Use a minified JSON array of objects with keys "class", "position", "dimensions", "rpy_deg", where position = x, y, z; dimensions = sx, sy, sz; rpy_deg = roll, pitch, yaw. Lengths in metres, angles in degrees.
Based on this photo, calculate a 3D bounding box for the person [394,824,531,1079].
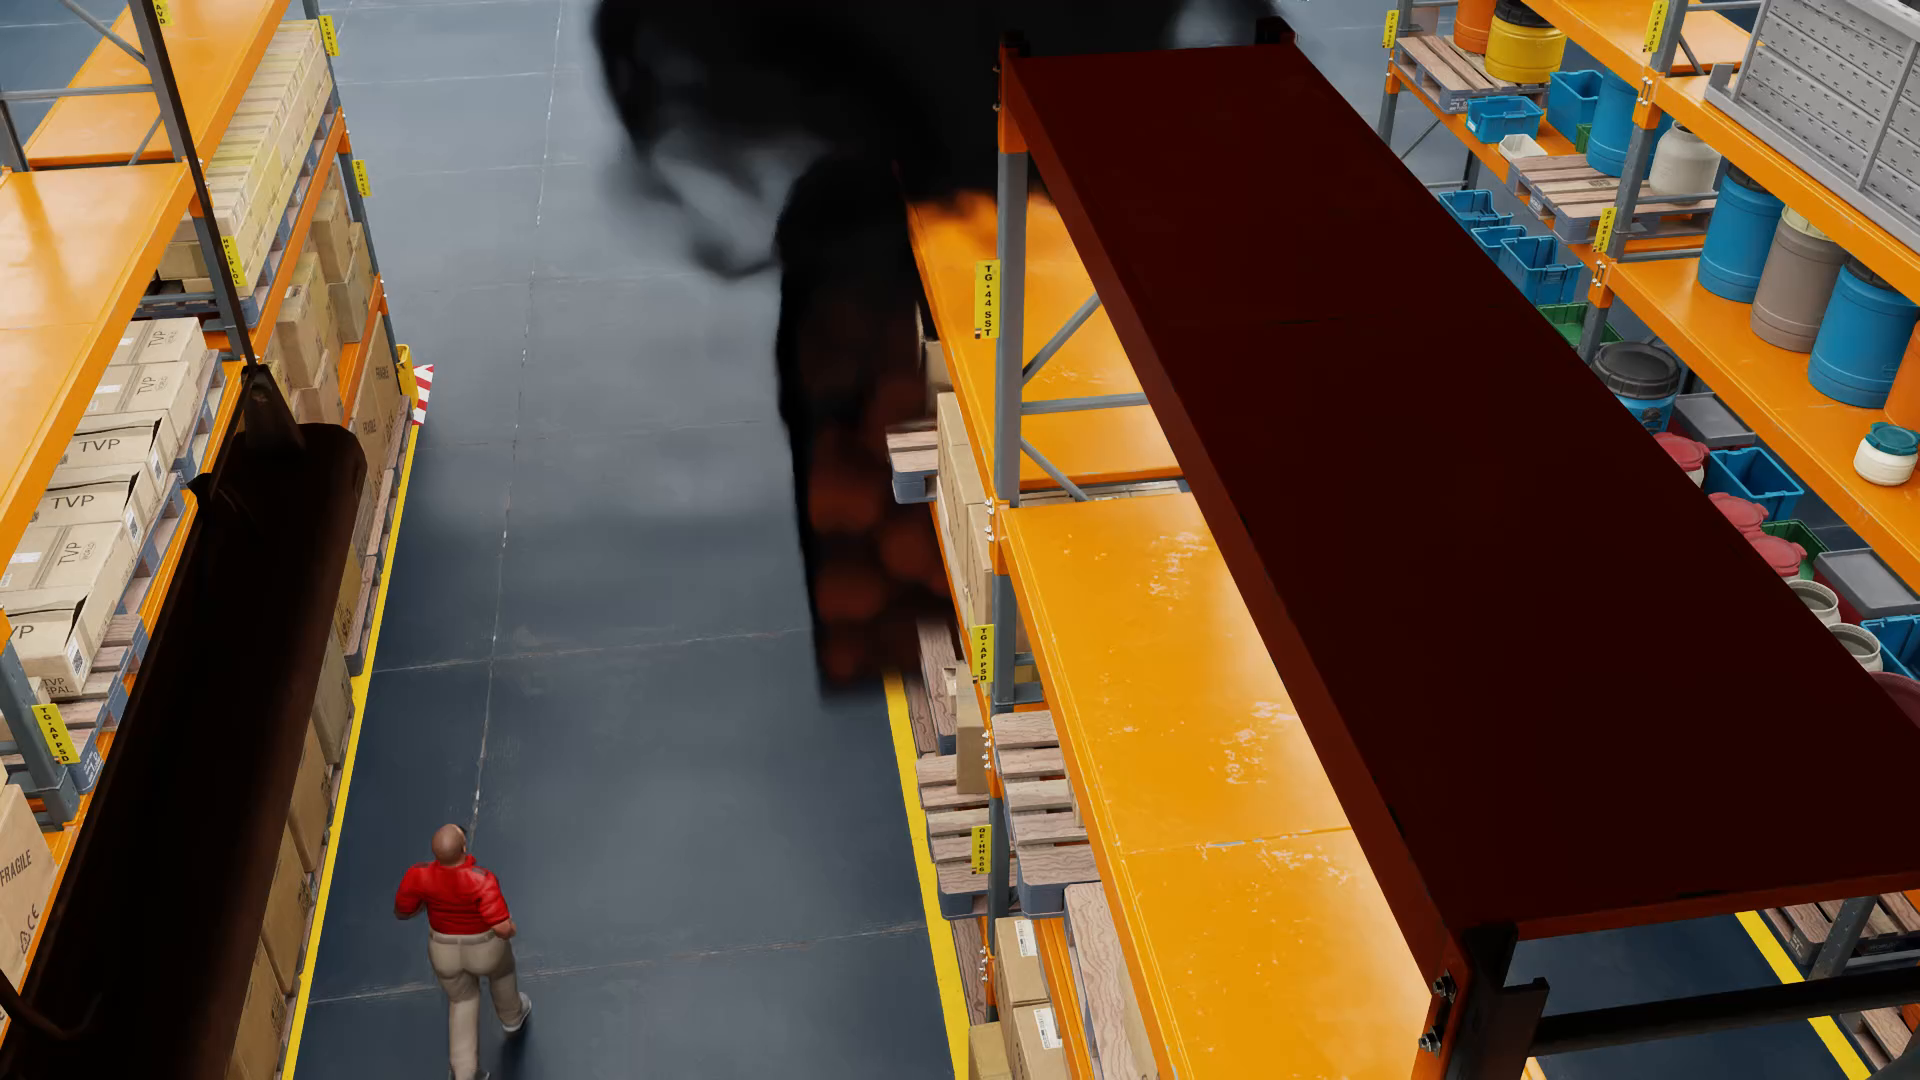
[{"class":"person","position":[-2.655,2.239,8.949],"dimensions":[0.649,1.763,0.852],"rpy_deg":[-1,36,-1]}]
